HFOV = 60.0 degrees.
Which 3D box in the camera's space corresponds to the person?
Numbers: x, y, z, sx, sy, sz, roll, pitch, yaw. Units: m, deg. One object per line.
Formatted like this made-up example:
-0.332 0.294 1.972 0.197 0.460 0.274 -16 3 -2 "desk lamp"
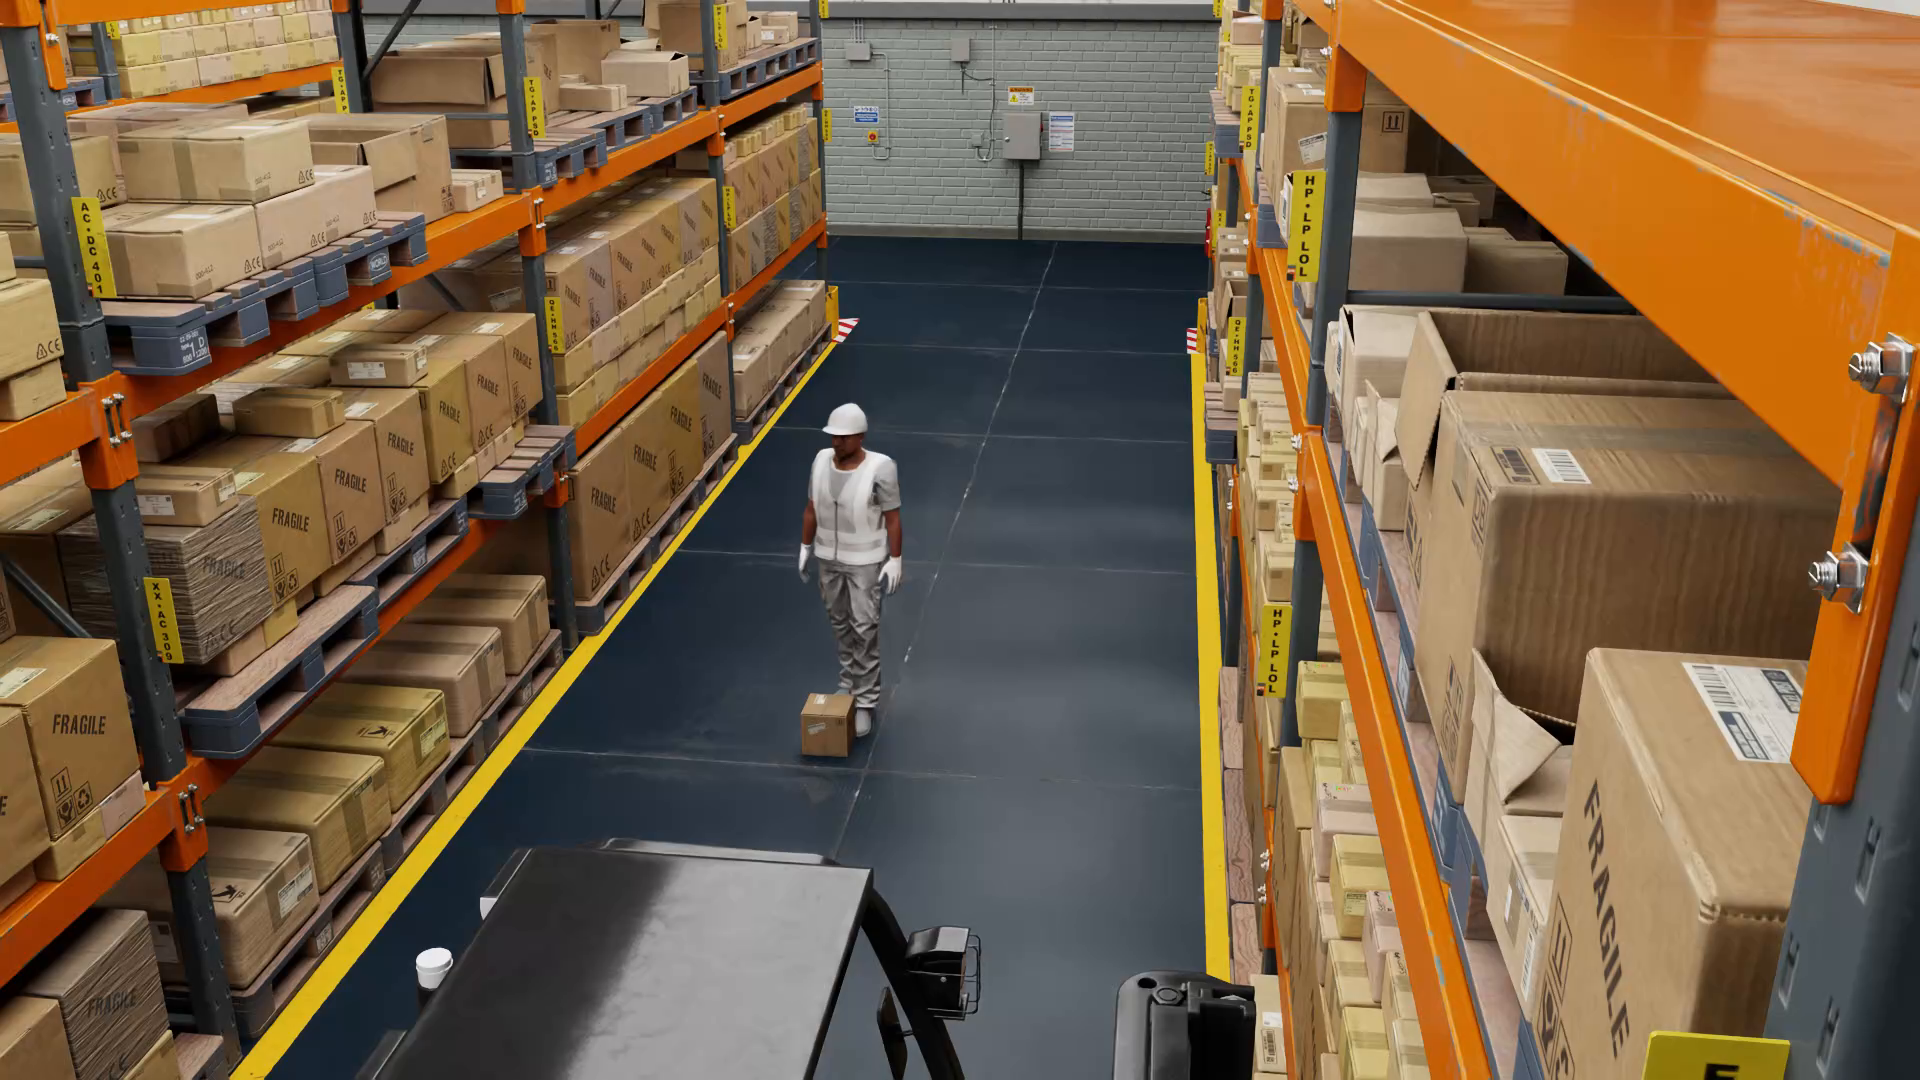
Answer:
-0.657 0.140 9.168 0.606 1.800 0.537 11 24 26 "person"
